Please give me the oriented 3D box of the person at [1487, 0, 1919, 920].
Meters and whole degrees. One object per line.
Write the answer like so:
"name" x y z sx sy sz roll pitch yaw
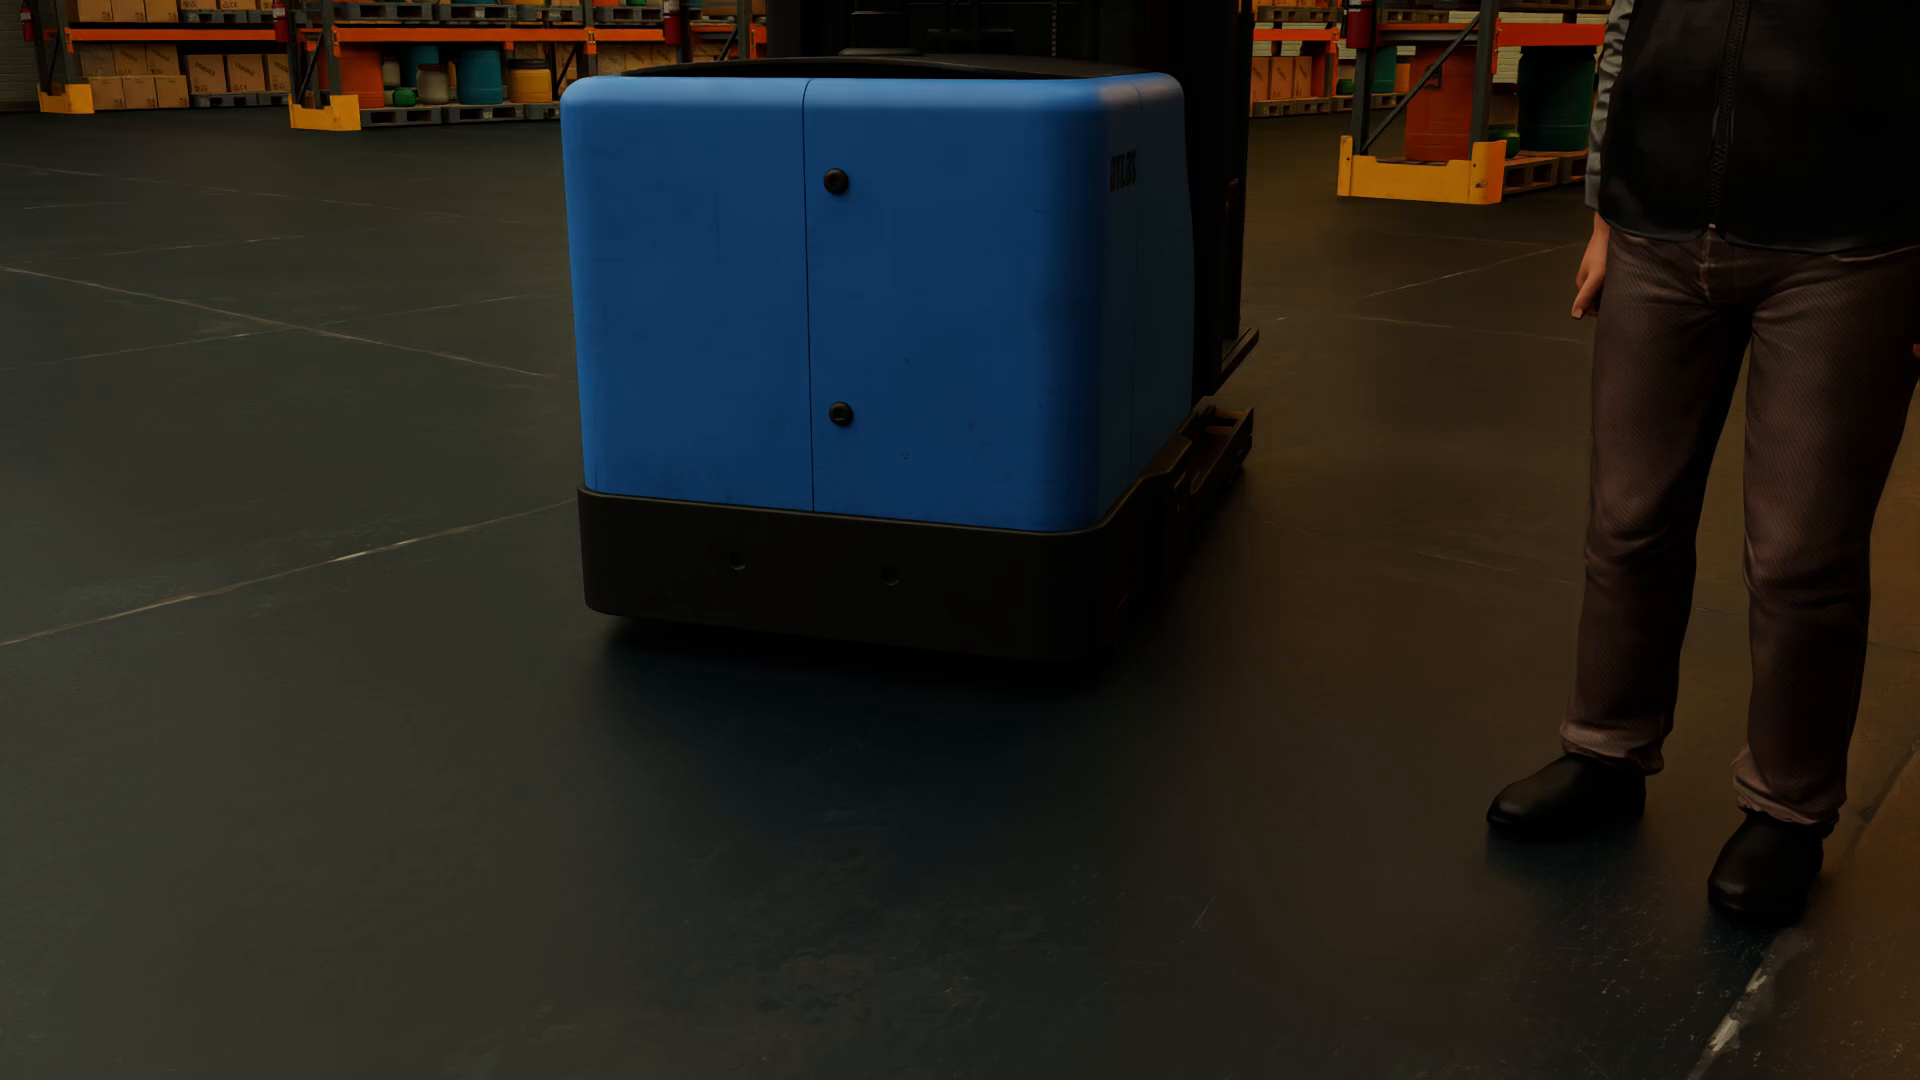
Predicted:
"person" 1.064 -0.370 2.198 0.356 1.725 0.544 -15 22 -41

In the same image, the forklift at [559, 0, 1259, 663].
"forklift" 0.182 -1.571 4.072 1.130 2.935 3.031 5 18 17
